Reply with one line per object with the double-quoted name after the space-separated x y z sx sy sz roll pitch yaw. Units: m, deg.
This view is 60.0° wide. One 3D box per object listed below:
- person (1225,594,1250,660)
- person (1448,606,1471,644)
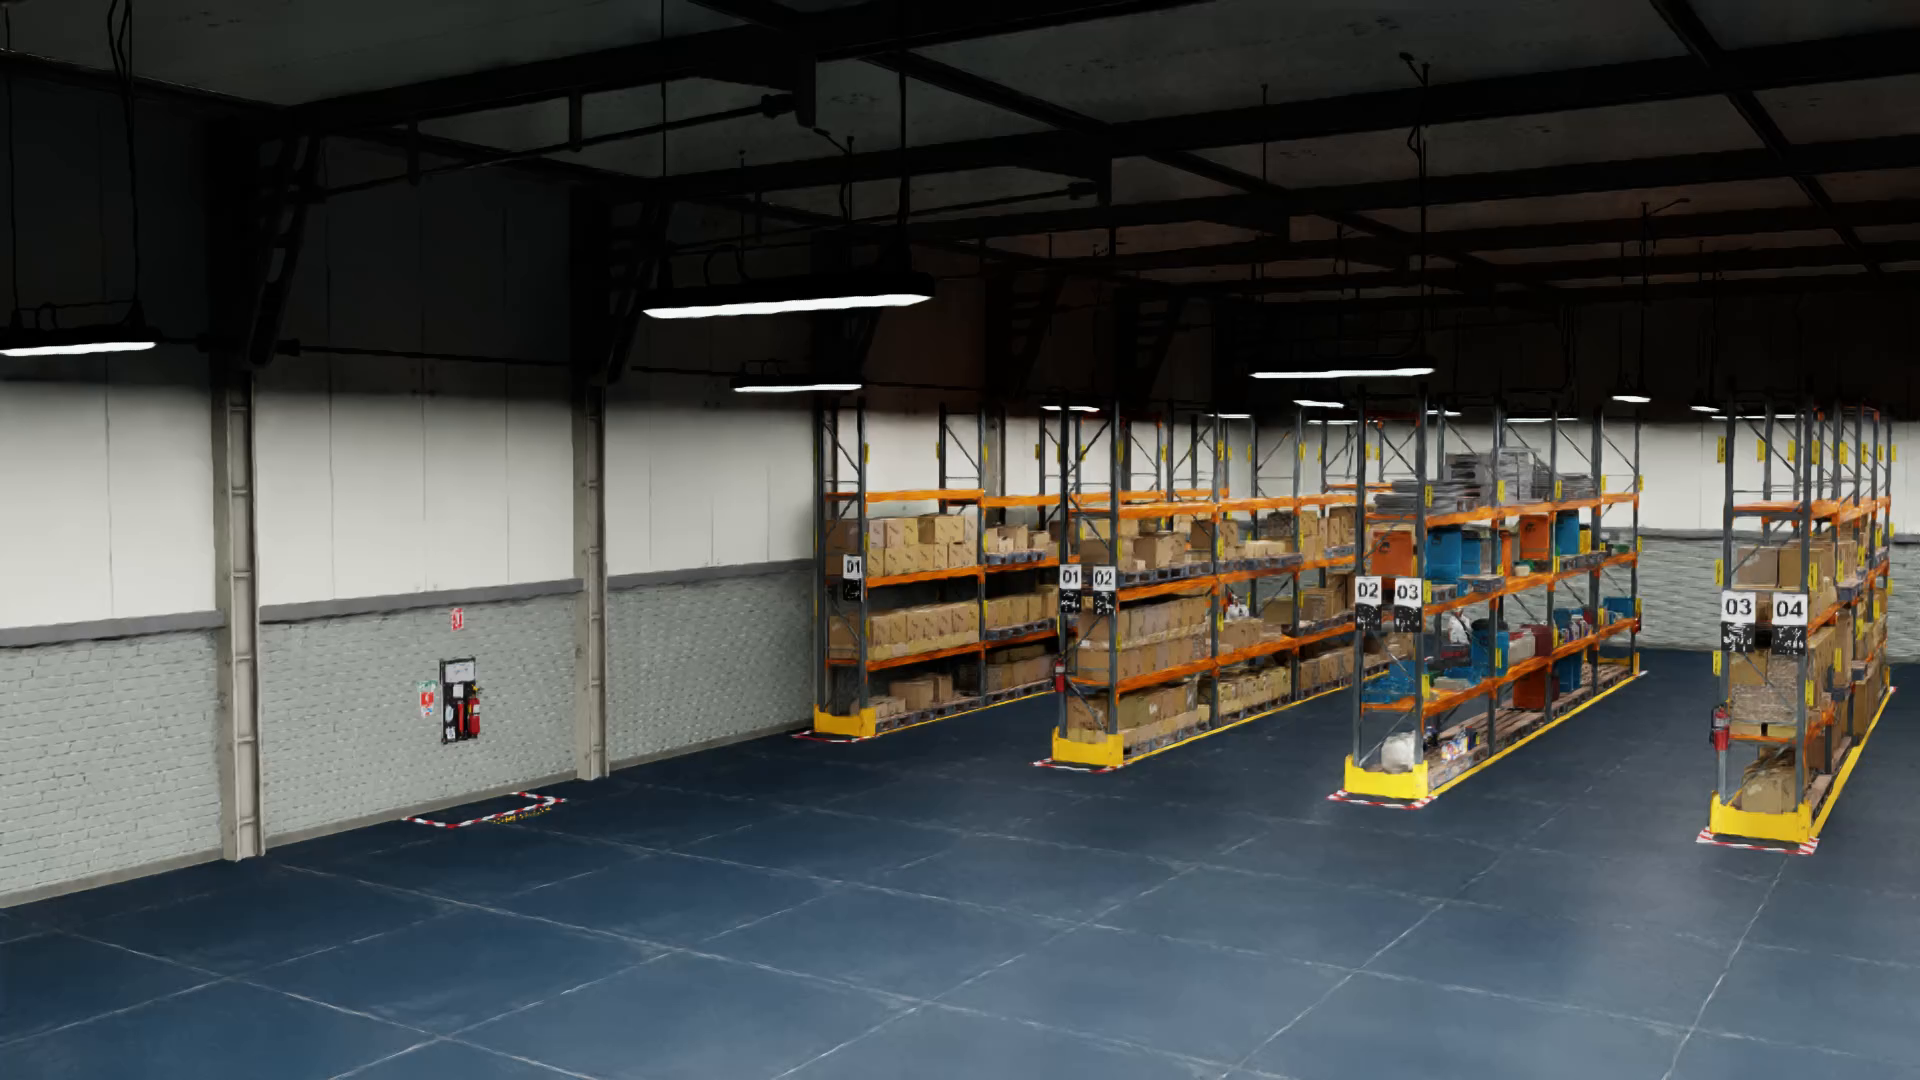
6.692 2.091 40.080 0.637 1.632 0.512 2 3 30 "person"
11.173 2.240 37.252 0.499 1.574 1.079 2 4 34 "person"
